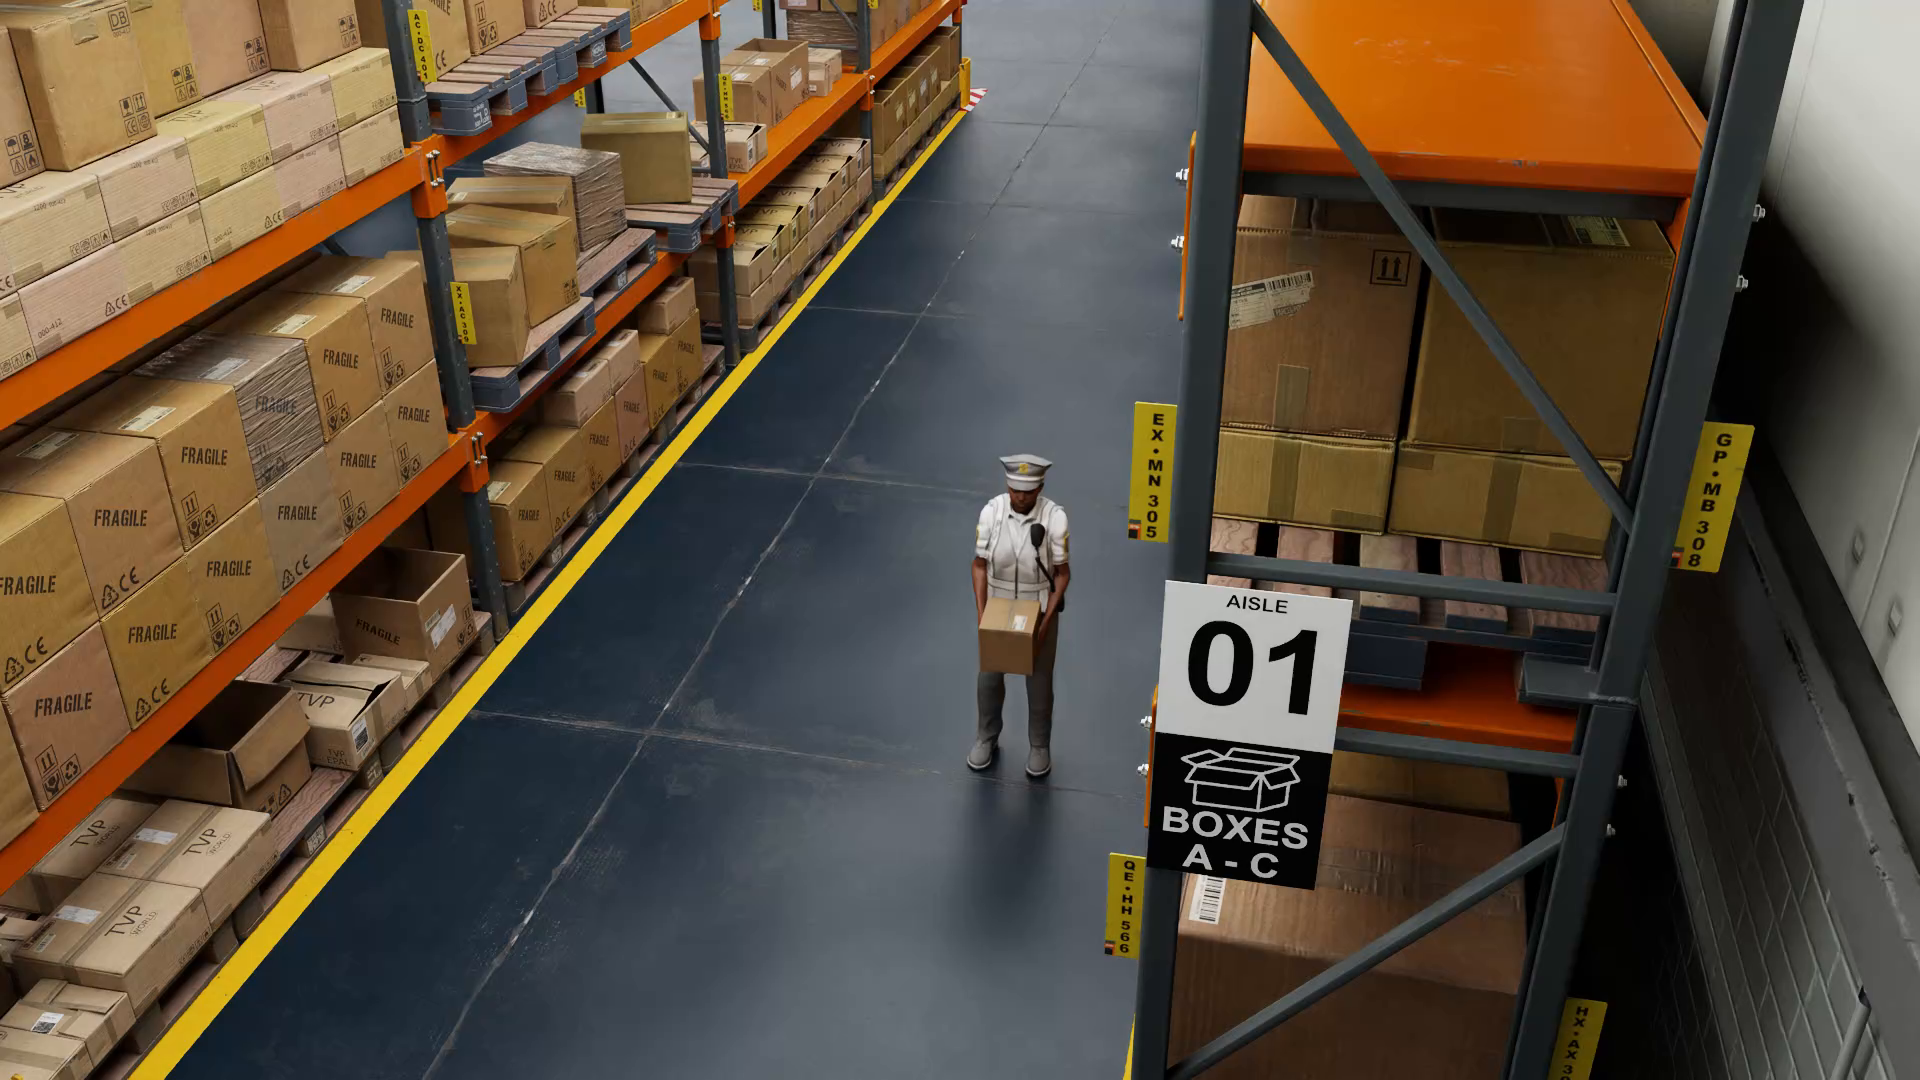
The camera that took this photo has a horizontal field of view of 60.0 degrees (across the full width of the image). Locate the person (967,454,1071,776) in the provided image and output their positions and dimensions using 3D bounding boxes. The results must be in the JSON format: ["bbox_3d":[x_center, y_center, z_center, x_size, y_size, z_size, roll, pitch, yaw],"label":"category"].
[{"bbox_3d":[0.280,0.362,7.930,0.474,1.687,0.454,6,29,10],"label":"person"}]
